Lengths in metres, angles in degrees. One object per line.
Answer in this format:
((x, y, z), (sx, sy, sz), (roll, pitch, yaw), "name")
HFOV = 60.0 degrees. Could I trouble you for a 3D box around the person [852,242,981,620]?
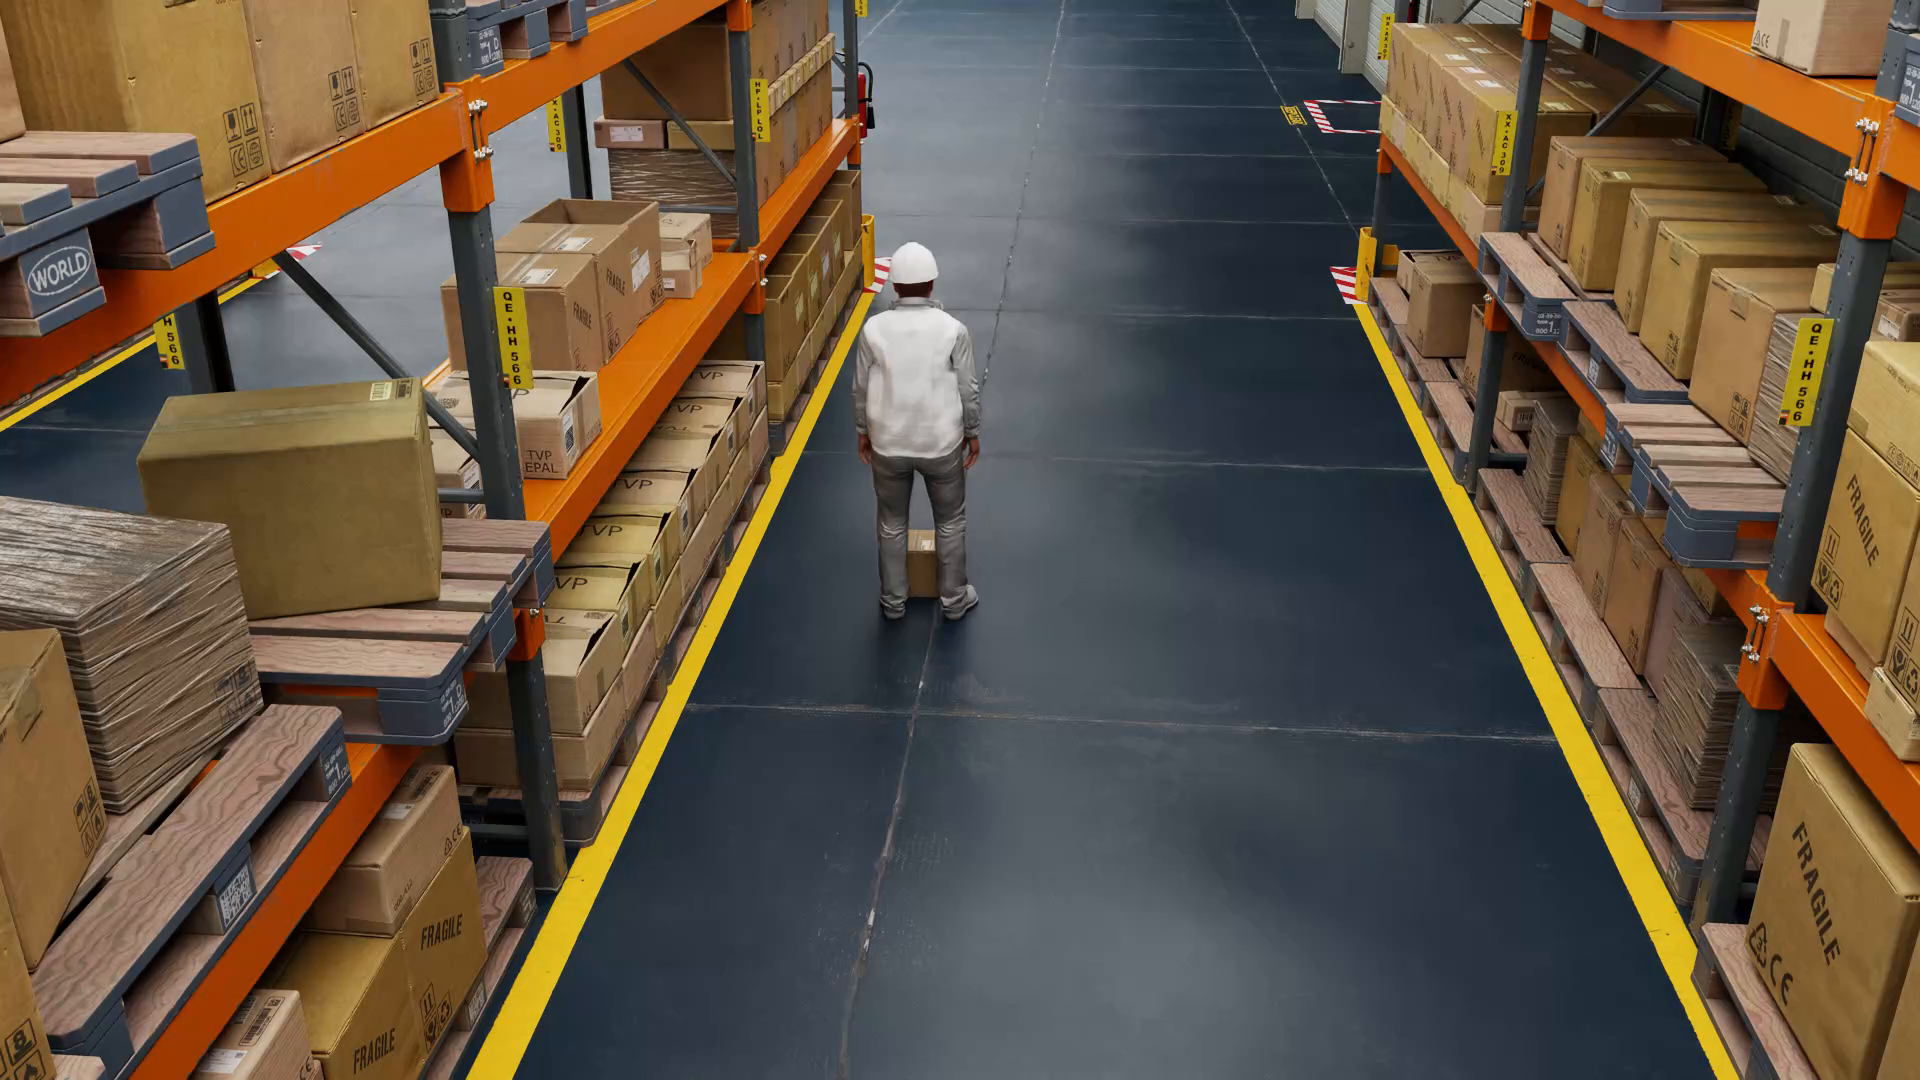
((-0.195, -0.471, 7.611), (0.581, 1.772, 0.461), (2, 24, 4), "person")
